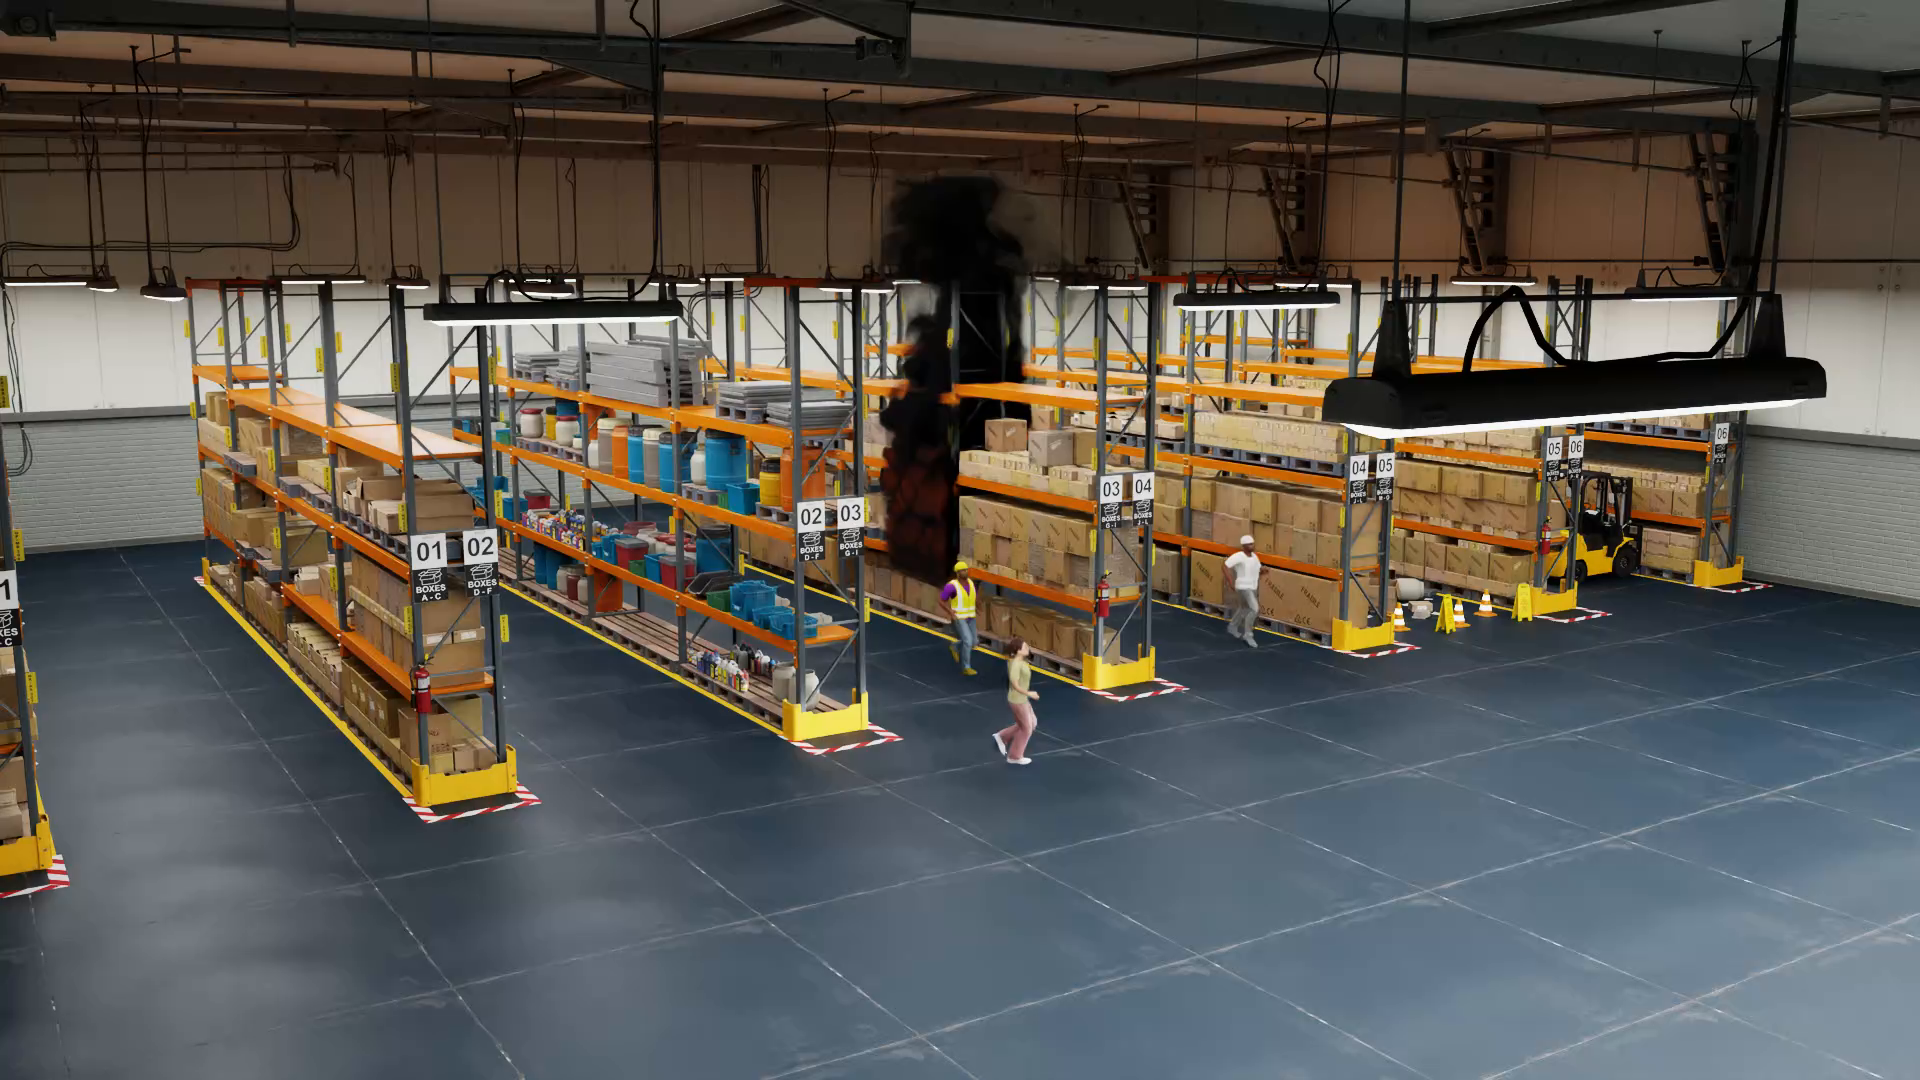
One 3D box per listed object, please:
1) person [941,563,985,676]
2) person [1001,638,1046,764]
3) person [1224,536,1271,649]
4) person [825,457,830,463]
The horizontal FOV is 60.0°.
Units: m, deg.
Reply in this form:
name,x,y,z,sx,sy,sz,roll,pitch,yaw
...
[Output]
name,x,y,z,sx,sy,sz,roll,pitch,yaw
person,0.047,1.200,25.478,0.702,1.721,0.665,-8,12,-39
person,0.801,2.025,21.041,0.563,1.627,0.617,0,10,3
person,4.763,0.836,27.470,0.789,1.827,0.682,9,13,41
person,-3.324,-1.208,40.036,0.704,1.740,0.823,2,10,12
